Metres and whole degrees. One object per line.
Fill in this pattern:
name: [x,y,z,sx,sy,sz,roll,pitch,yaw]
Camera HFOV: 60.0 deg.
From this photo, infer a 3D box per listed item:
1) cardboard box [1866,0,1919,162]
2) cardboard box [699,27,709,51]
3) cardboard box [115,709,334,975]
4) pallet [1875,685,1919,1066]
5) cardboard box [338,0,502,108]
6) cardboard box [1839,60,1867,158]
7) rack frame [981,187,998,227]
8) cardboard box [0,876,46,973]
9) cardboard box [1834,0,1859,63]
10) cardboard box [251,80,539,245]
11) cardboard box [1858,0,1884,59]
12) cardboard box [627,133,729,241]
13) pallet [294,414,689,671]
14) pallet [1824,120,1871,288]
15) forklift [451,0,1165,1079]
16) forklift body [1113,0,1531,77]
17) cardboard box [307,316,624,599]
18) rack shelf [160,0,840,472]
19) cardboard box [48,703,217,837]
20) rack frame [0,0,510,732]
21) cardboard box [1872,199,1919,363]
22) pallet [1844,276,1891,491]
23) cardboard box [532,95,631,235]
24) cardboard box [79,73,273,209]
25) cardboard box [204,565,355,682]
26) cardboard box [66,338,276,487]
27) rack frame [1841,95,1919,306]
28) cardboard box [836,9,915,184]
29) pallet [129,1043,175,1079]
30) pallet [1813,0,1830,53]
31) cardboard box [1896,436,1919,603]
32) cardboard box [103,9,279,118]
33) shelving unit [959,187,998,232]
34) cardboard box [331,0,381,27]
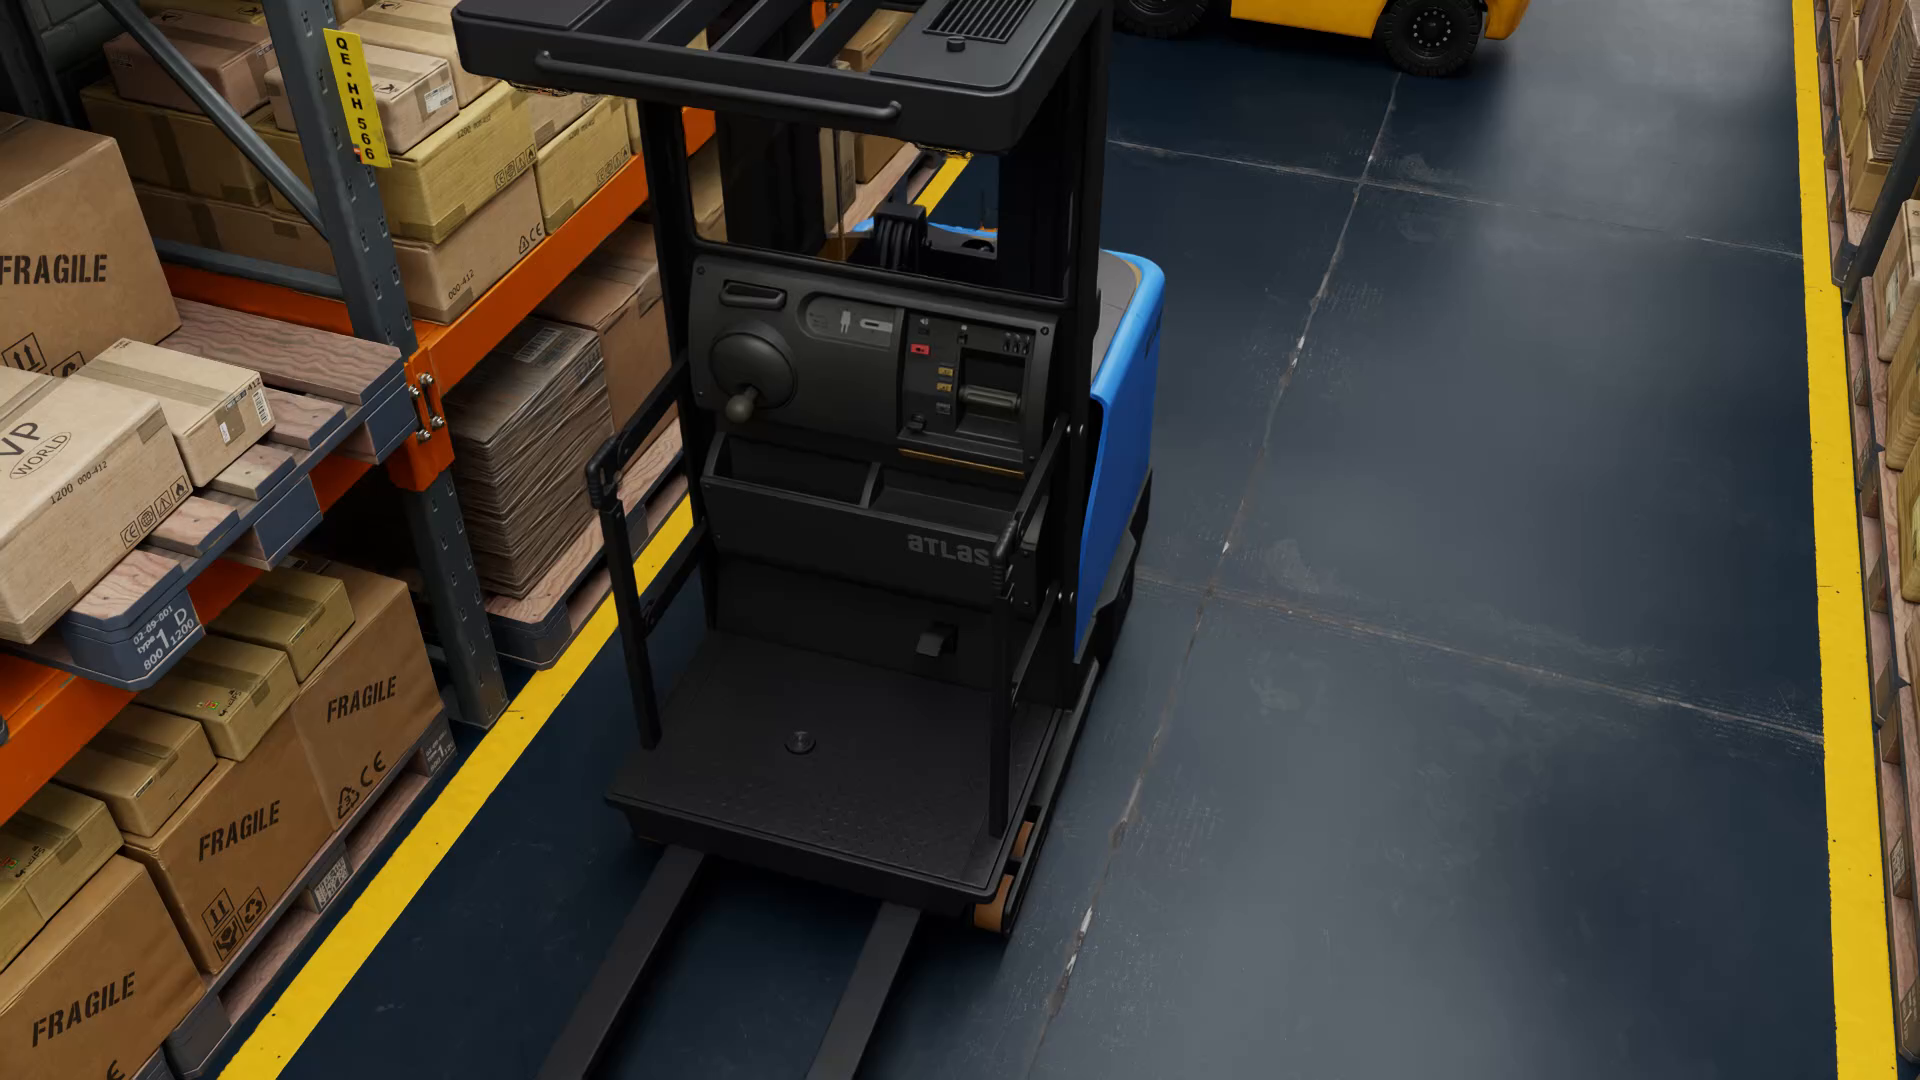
cardboard box: [4.100,-1.864,6.841,0.500,0.500,0.500,13,42,14]
cardboard box: [-0.978,-1.801,5.666,0.500,0.250,0.500,15,43,16]
cardboard box: [-2.008,0.695,4.226,0.500,0.500,0.500,13,42,14]
pallet: [3.050,0.980,4.439,1.003,0.211,1.213,13,42,15]
cardboard box: [-1.408,-1.281,4.364,0.380,0.149,0.250,14,42,16]
cardboard box: [4.272,-1.906,7.467,0.500,0.250,0.500,12,42,14]
rack frame: [0.167,-0.747,5.817,0.200,1.050,0.008,12,42,13]
cardboard box: [-2.228,0.825,3.575,0.380,0.149,0.250,13,42,14]
cardboard box: [4.625,-2.522,8.190,0.500,0.250,0.500,16,43,18]
cardboard box: [-1.479,-1.048,4.398,0.500,0.250,0.500,13,42,15]
cardboard box: [4.445,-2.486,7.570,0.500,0.500,0.500,15,43,17]
cardboard box: [-1.212,-1.149,6.292,0.875,0.625,0.625,12,42,13]
pallet: [-1.566,-0.137,5.748,1.003,0.211,1.213,13,42,15]
pallet: [4.346,-1.401,7.230,1.003,0.211,1.213,13,42,15]
forklift: [-0.291,-0.351,3.904,1.130,2.935,3.031,12,42,13]
forklift body: [1.917,-3.699,8.429,2.313,2.155,1.214,13,42,15]
cardboard box: [-1.658,-0.338,5.341,0.875,0.625,0.625,15,43,16]
rack shelf: [-1.200,-1.651,5.928,1.077,0.370,4.000,13,42,15]
cardboard box: [-2.011,0.522,3.930,0.380,0.149,0.250,12,42,14]
rack frame: [-1.884,-0.704,4.265,1.000,3.000,0.127,13,42,15]
cardboard box: [3.972,-0.884,6.176,0.950,0.372,0.625,14,42,16]
pallet: [3.885,-0.509,6.184,1.003,0.211,1.213,13,42,15]
cardboard box: [-1.326,-1.169,4.925,0.500,0.250,0.500,12,42,14]
cardboard box: [-1.992,-1.173,4.544,0.500,0.250,0.500,14,42,16]
cardboard box: [-1.815,0.197,4.310,0.380,0.149,0.250,11,42,13]
cardboard box: [-1.748,-0.283,3.640,0.380,0.149,0.250,14,42,16]
rack frame: [4.149,-2.045,5.835,1.000,3.000,0.127,13,42,15]
cardboard box: [-0.684,-2.080,7.383,0.875,0.625,0.625,15,43,17]
pallet: [-2.594,1.545,3.776,1.003,0.211,1.213,13,42,15]
pallet: [5.180,-2.890,8.974,1.003,0.211,1.213,13,42,15]
cardboard box: [3.494,-0.021,5.164,0.950,0.372,0.625,15,43,17]
cardboard box: [-1.963,-1.232,4.307,0.380,0.149,0.250,15,43,16]
shelving unit: [0.129,-0.672,5.728,0.215,1.050,0.252,12,42,13]
cardboard box: [-1.833,-1.561,4.692,0.380,0.149,0.250,13,42,15]
